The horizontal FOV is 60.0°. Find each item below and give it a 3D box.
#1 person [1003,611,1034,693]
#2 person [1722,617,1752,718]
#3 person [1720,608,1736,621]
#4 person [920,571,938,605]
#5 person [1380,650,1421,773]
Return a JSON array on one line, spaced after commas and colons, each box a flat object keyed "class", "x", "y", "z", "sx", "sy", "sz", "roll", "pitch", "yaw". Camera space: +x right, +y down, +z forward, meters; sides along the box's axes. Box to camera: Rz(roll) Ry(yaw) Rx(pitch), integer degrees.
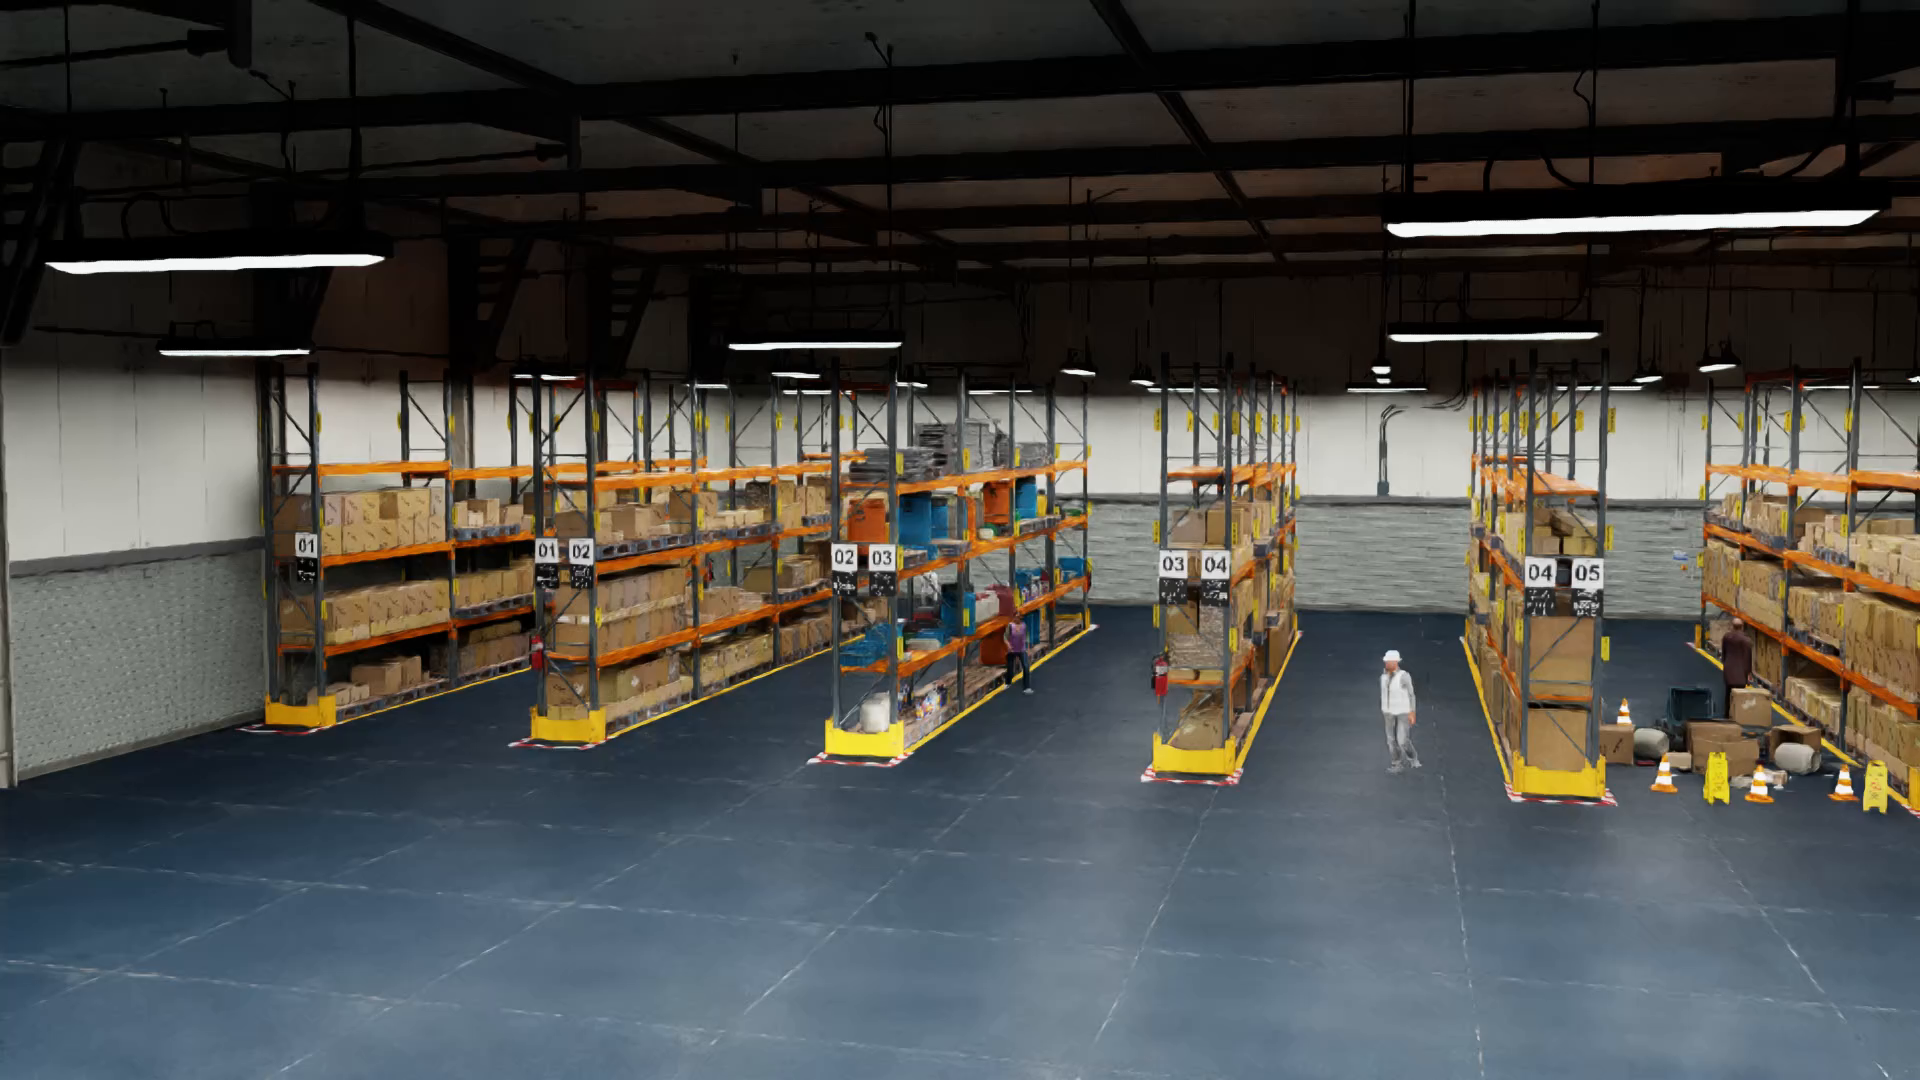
[{"class": "person", "x": 1.064, "y": 2.053, "z": 30.906, "sx": 0.562, "sy": 1.527, "sz": 0.782, "roll": 0, "pitch": 4, "yaw": -2}, {"class": "person", "x": 12.875, "y": 2.162, "z": 27.482, "sx": 0.505, "sy": 1.782, "sz": 0.632, "roll": -1, "pitch": 4, "yaw": -17}, {"class": "person", "x": 17.840, "y": 1.475, "z": 38.425, "sx": 0.597, "sy": 1.656, "sz": 0.504, "roll": -1, "pitch": 4, "yaw": -18}, {"class": "person", "x": -0.759, "y": 1.312, "z": 40.833, "sx": 0.502, "sy": 1.621, "sz": 0.997, "roll": 1, "pitch": 4, "yaw": 13}, {"class": "person", "x": 6.284, "y": 2.450, "z": 23.804, "sx": 0.551, "sy": 1.768, "sz": 0.588, "roll": -3, "pitch": 5, "yaw": -38}]
